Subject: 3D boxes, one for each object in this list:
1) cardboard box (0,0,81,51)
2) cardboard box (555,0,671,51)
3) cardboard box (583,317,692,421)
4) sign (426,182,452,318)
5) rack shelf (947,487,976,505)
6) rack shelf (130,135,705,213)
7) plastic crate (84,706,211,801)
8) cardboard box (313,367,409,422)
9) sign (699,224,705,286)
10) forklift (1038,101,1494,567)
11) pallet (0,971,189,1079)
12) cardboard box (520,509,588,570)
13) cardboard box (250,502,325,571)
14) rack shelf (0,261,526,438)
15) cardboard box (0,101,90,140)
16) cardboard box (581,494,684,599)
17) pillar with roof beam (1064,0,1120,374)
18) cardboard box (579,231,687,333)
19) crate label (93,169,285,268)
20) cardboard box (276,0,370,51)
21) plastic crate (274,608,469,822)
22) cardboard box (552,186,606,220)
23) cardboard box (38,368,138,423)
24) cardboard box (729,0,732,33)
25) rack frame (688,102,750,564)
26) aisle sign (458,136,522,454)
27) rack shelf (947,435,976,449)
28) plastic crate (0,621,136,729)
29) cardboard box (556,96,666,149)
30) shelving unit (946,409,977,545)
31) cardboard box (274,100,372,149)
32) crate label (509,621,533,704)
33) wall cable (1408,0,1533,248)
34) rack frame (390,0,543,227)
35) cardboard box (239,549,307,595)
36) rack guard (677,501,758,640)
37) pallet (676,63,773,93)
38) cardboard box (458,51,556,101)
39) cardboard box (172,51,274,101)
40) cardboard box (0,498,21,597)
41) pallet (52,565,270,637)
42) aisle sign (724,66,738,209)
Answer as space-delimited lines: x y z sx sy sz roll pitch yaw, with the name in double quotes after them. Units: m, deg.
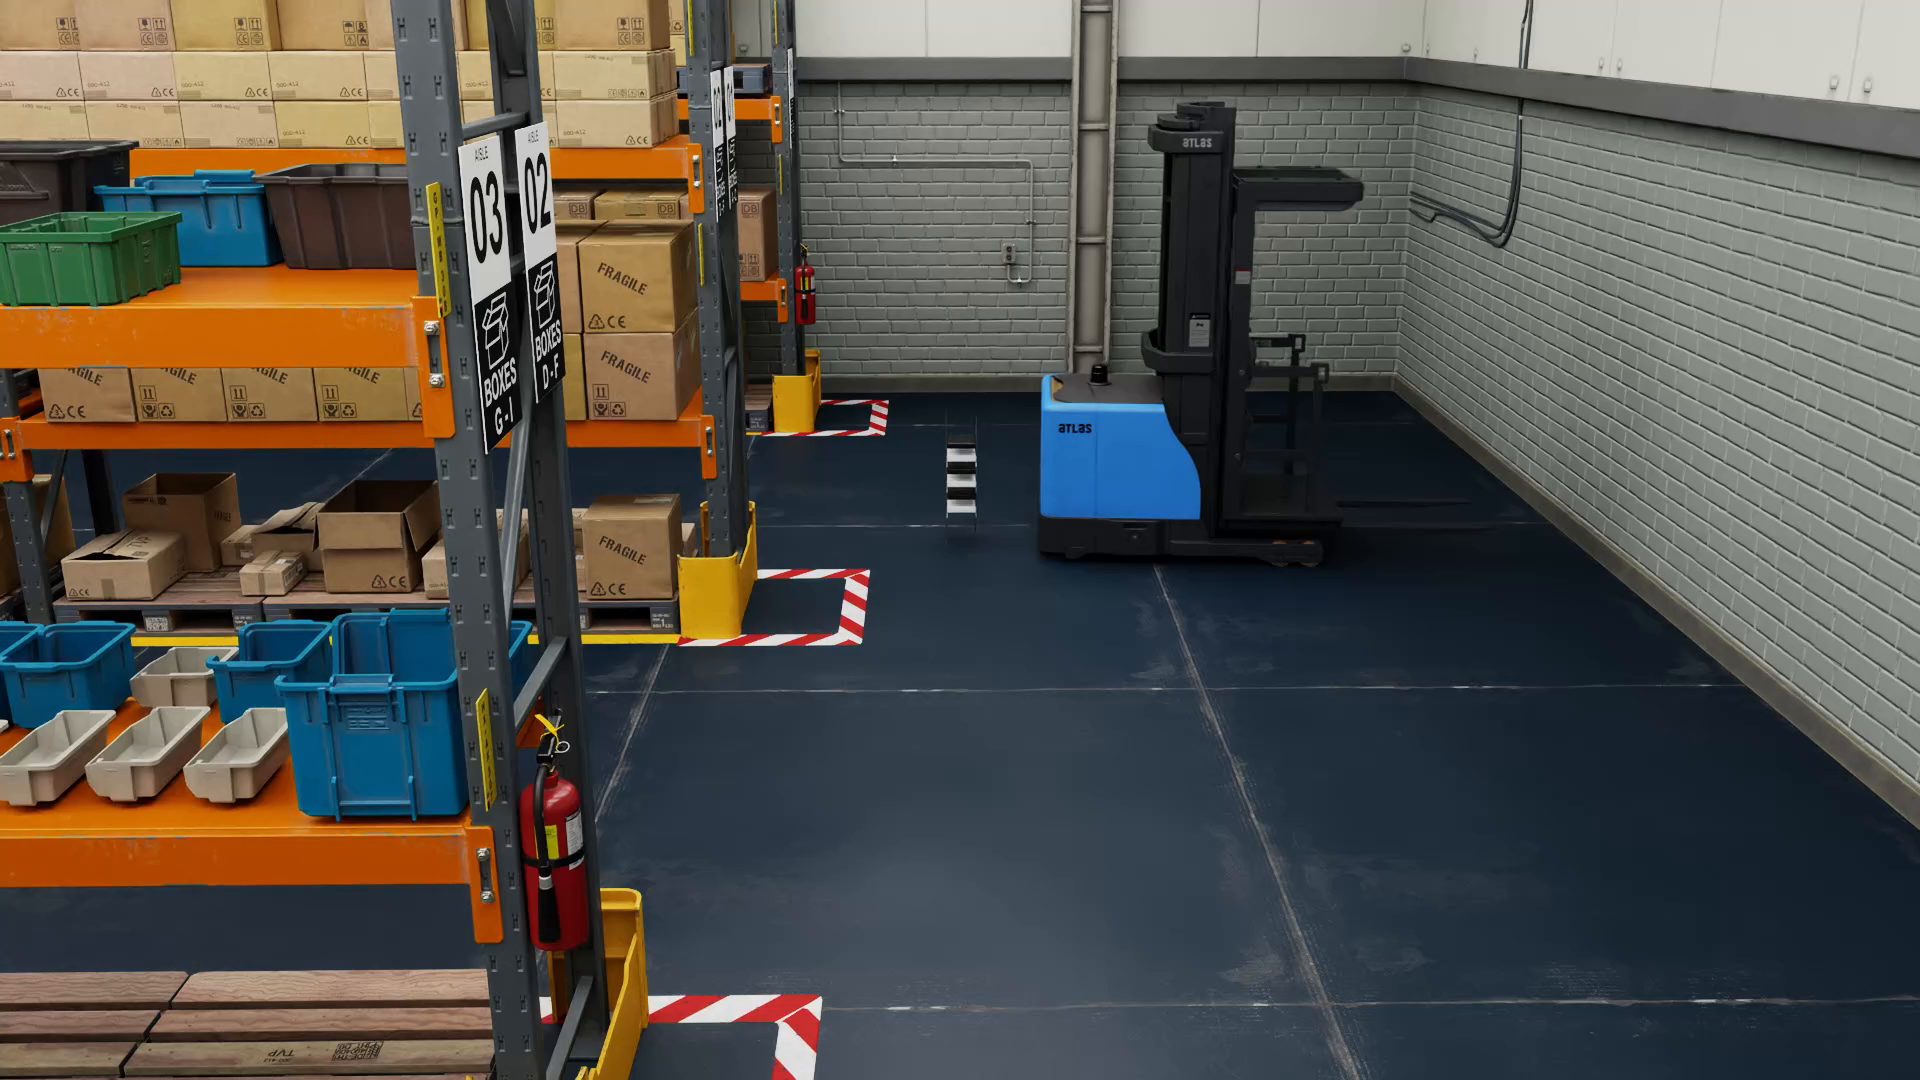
-4.914 -2.972 9.191 0.500 0.500 0.700 0 18 -1 "cardboard box"
-1.913 -2.970 9.184 0.500 0.500 0.700 0 18 -1 "cardboard box"
-1.843 -0.988 9.552 0.500 0.500 0.500 0 18 1 "cardboard box"
-1.301 -0.723 4.152 0.005 0.325 0.100 0 18 -1 "sign"
0.008 -0.311 11.448 0.200 0.077 0.258 0 18 -1 "rack shelf"
-3.400 -2.102 9.455 4.000 0.370 1.077 0 18 -1 "rack shelf"
-2.428 0.641 4.973 0.243 0.136 0.396 0 18 -1 "plastic crate"
-3.365 -0.981 9.531 0.500 0.500 0.500 -1 18 -2 "cardboard box"
-1.411 -1.558 9.080 0.005 0.325 0.100 0 18 -1 "sign"
2.054 -1.384 11.063 3.031 2.935 1.130 1 18 2 "forklift"
-3.368 1.812 5.552 1.213 0.211 1.003 0 18 -1 "pallet"
-2.448 -0.007 10.441 0.500 0.250 0.500 0 18 -1 "cardboard box"
-4.084 -0.028 10.407 0.500 0.311 0.500 0 18 -1 "cardboard box"
-3.325 -0.589 4.739 4.000 0.370 1.077 0 18 -1 "rack shelf"
-4.909 -2.290 9.110 0.500 0.250 0.500 0 18 -1 "cardboard box"
-1.940 0.033 9.905 0.500 0.500 0.500 0 18 -1 "cardboard box"
1.272 -4.357 10.399 0.400 9.000 9.100 0 18 -1 "pillar with roof beam"
-1.841 -1.463 9.397 0.500 0.500 0.500 0 18 -1 "cardboard box"
-2.253 -0.964 4.976 0.502 0.251 0.408 0 18 -1 "crate label"
-3.414 -2.984 9.229 0.500 0.500 0.700 0 18 -1 "cardboard box"
-1.657 0.501 4.920 0.499 0.435 0.616 0 18 -1 "plastic crate"
-3.481 -2.668 14.462 0.700 0.700 0.980 -1 18 -4 "cardboard box"
-4.886 -0.973 9.506 0.500 0.500 0.500 0 18 1 "cardboard box"
-2.216 -4.570 14.139 0.500 0.500 0.500 -1 18 -3 "cardboard box"
-1.400 -1.025 9.834 0.127 3.000 1.000 0 18 -1 "rack frame"
-1.249 -0.661 4.442 0.004 0.787 0.394 0 18 -1 "aisle sign"
0.008 -0.654 11.338 0.200 0.077 0.258 0 18 -1 "rack shelf"
-2.894 0.446 5.424 0.300 0.233 0.416 0 18 -1 "plastic crate"
-1.909 -2.299 9.139 0.500 0.250 0.500 0 18 -1 "cardboard box"
0.008 -0.429 11.410 0.210 0.900 0.258 0 18 -1 "shelving unit"
-3.409 -2.296 9.130 0.500 0.250 0.500 0 18 -1 "cardboard box"
-1.578 0.439 5.444 0.303 0.233 0.416 0 18 -1 "crate label"
4.179 -3.835 13.852 0.112 2.526 3.097 0 18 -1 "wall cable"
-1.325 -2.369 4.201 0.127 3.000 1.000 0 18 -1 "rack frame"
-4.112 0.190 9.962 0.250 0.166 0.380 0 18 -1 "cardboard box"
-1.476 0.165 10.214 0.348 0.500 1.175 0 18 -1 "rack guard"
-2.223 -3.918 14.084 1.213 0.211 1.003 0 18 -1 "pallet"
-2.410 -2.538 9.064 0.500 0.250 0.500 0 18 -1 "cardboard box"
-3.909 -2.529 9.038 0.500 0.250 0.500 0 18 -1 "cardboard box"
-5.888 0.065 9.808 0.500 0.500 0.500 0 18 -1 "cardboard box"
-4.713 0.319 10.209 1.213 0.211 1.003 0 18 -1 "pallet"
-1.336 -2.353 9.717 0.004 0.787 0.394 0 18 -1 "aisle sign"
